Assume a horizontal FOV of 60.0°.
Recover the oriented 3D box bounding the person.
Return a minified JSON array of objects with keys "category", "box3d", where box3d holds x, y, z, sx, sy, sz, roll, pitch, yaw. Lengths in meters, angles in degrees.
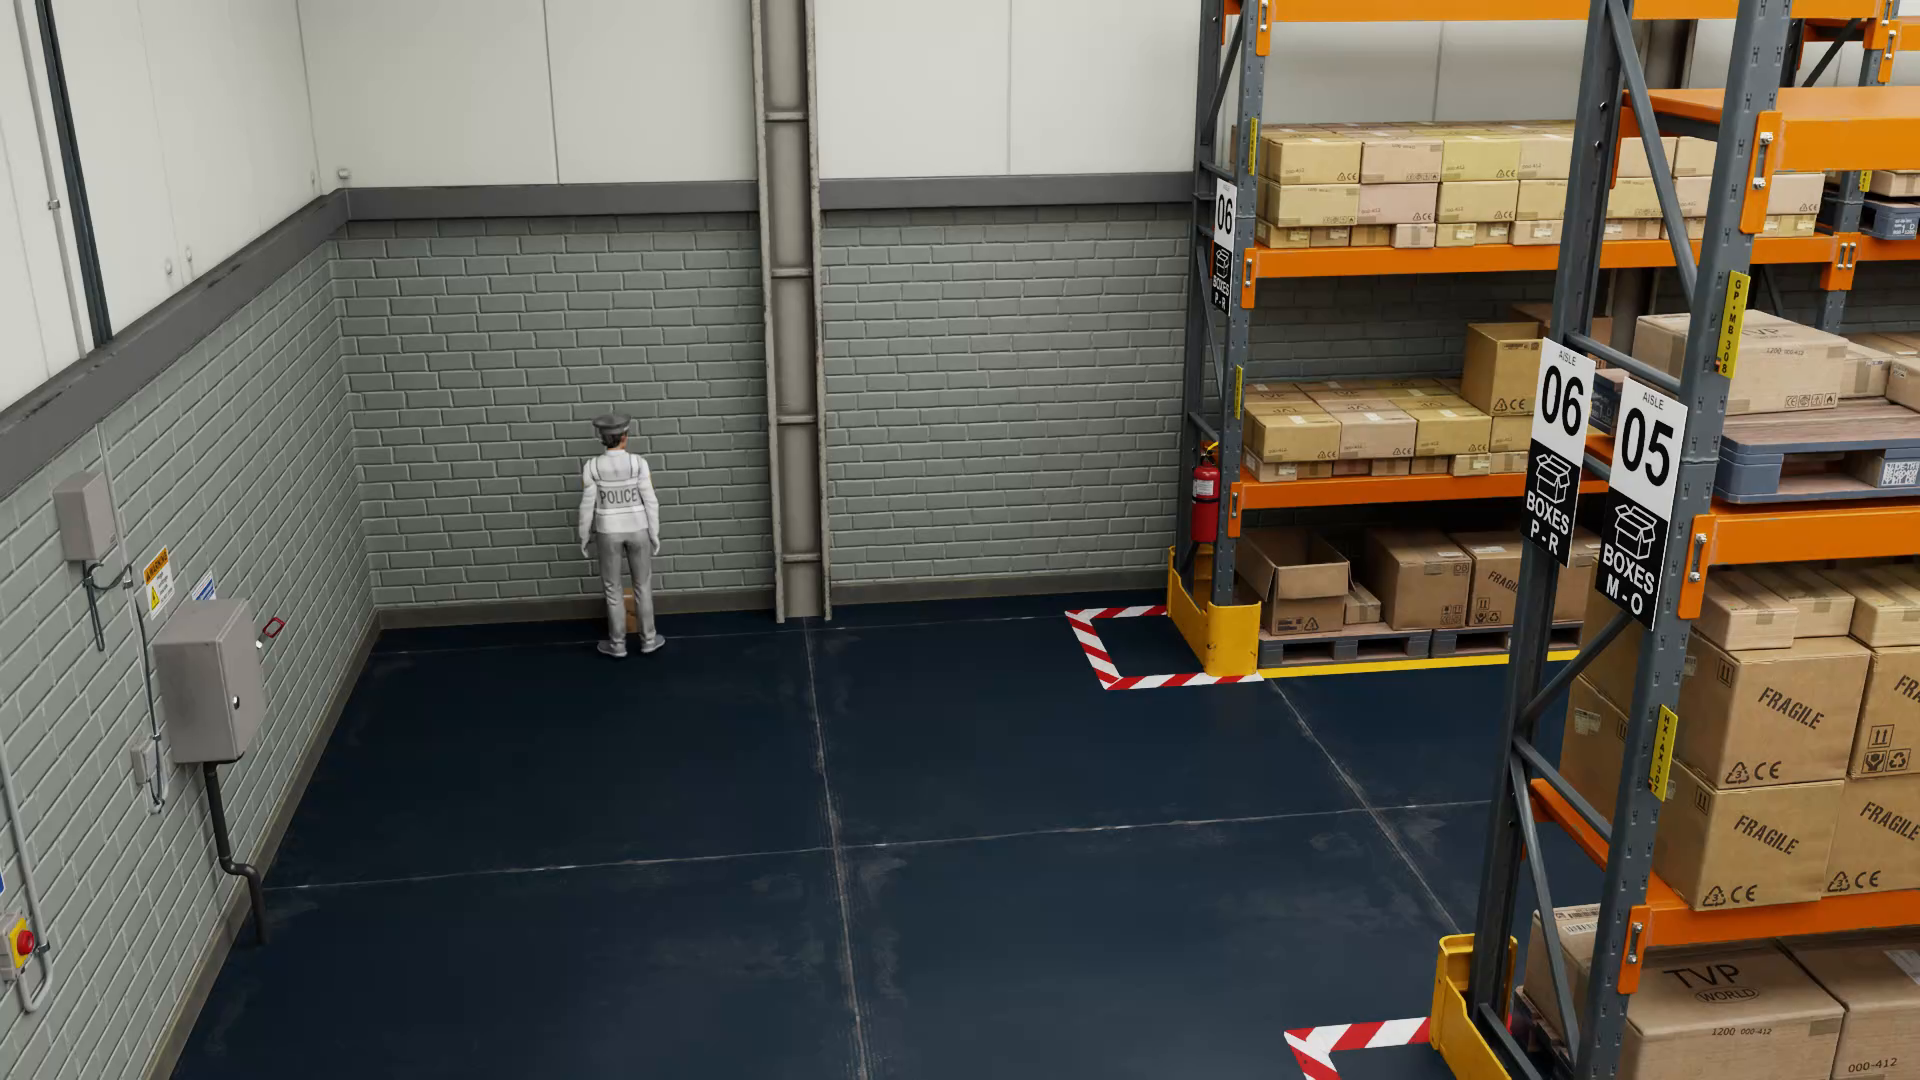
[{"category":"person","box3d":[-2.266,-0.021,11.070,0.523,1.679,0.339,-5,21,-15]}]
